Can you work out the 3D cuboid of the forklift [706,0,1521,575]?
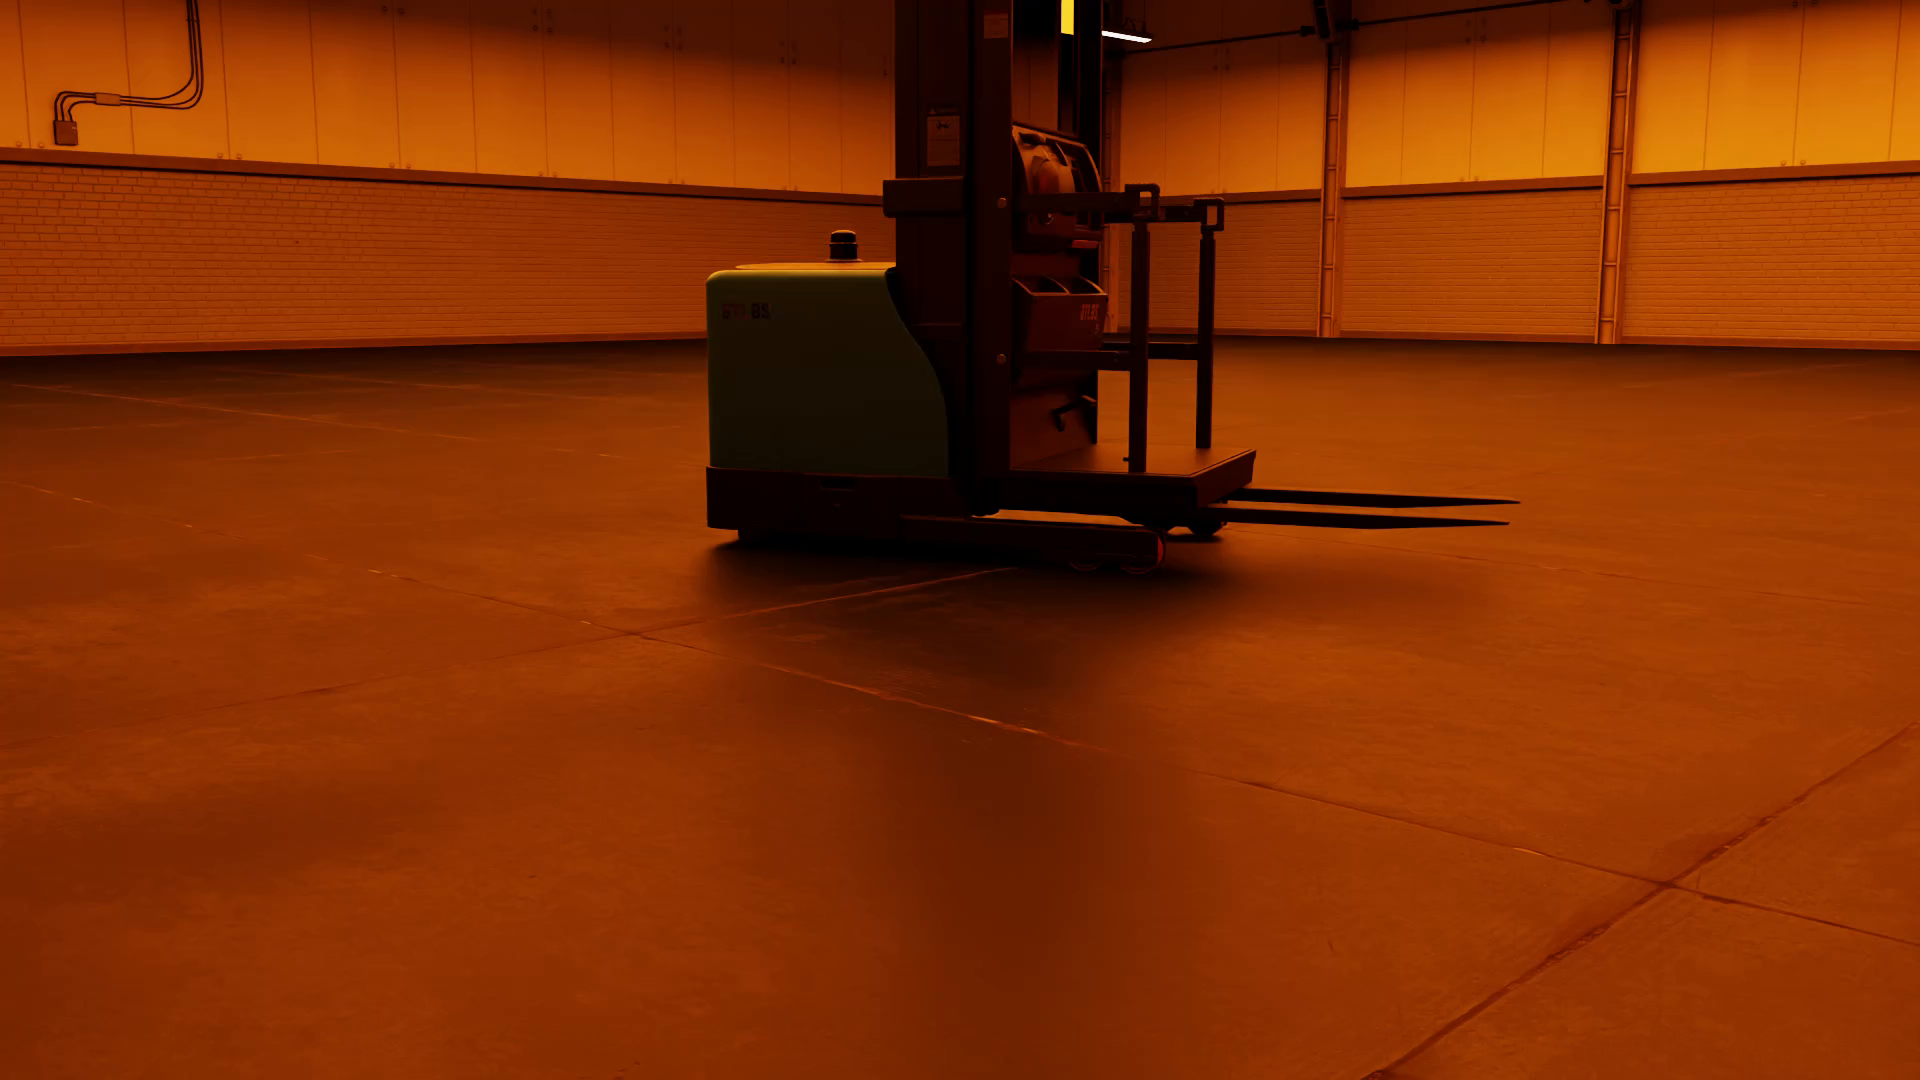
[{"bbox_3d":[0.565,-1.416,6.275,3.031,2.935,1.130,3,9,22],"label":"forklift"}]
